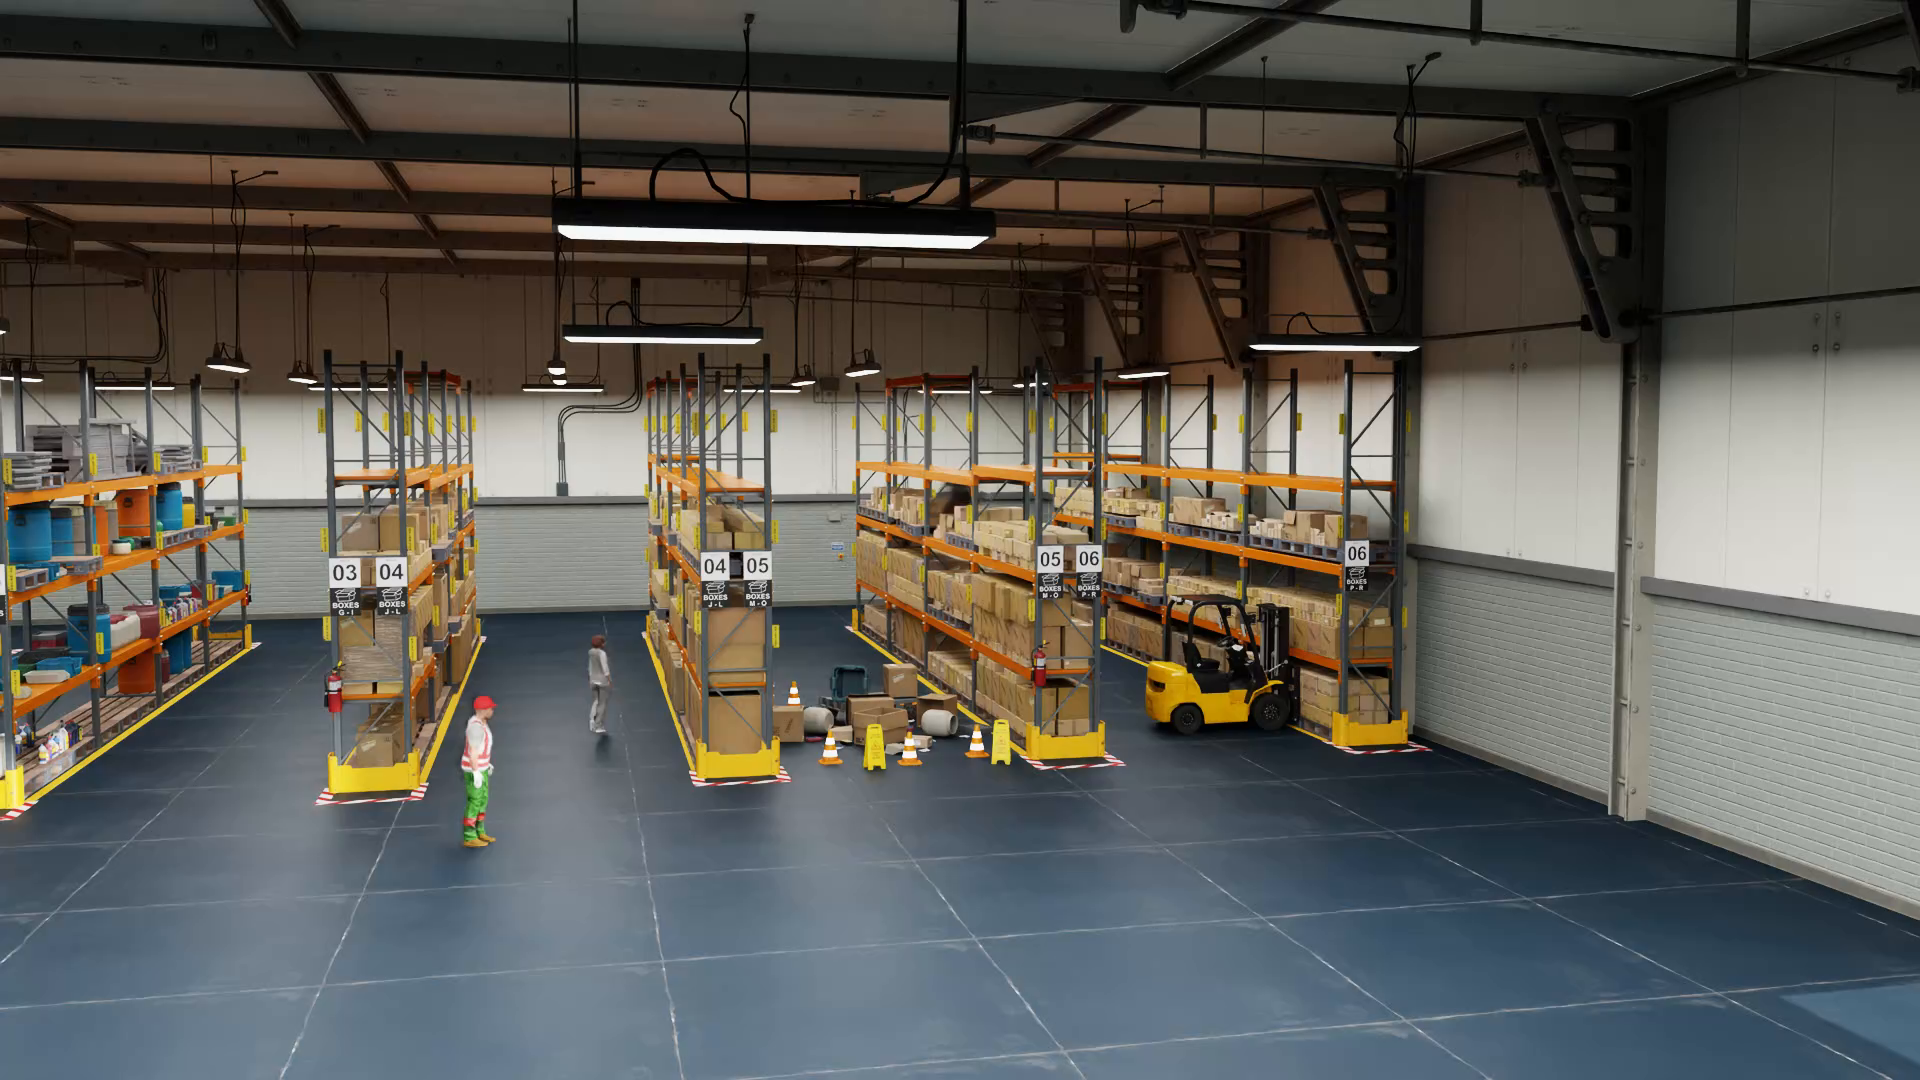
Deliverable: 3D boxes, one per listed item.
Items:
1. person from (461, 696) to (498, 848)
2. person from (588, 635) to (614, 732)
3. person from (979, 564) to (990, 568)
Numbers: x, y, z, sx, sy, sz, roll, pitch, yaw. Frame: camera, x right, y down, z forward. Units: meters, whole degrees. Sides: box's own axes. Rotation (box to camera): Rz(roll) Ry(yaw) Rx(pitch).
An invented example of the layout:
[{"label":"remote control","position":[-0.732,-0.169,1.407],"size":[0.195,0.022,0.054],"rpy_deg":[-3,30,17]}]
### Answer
[{"label":"person","position":[-5.708,2.739,19.771],"size":[0.437,1.793,0.562],"rpy_deg":[-1,4,-7]},{"label":"person","position":[-5.819,2.317,26.928],"size":[0.442,1.594,0.390],"rpy_deg":[2,4,21]},{"label":"person","position":[0.640,1.051,44.937],"size":[0.908,1.622,0.486],"rpy_deg":[-2,5,-32]}]
